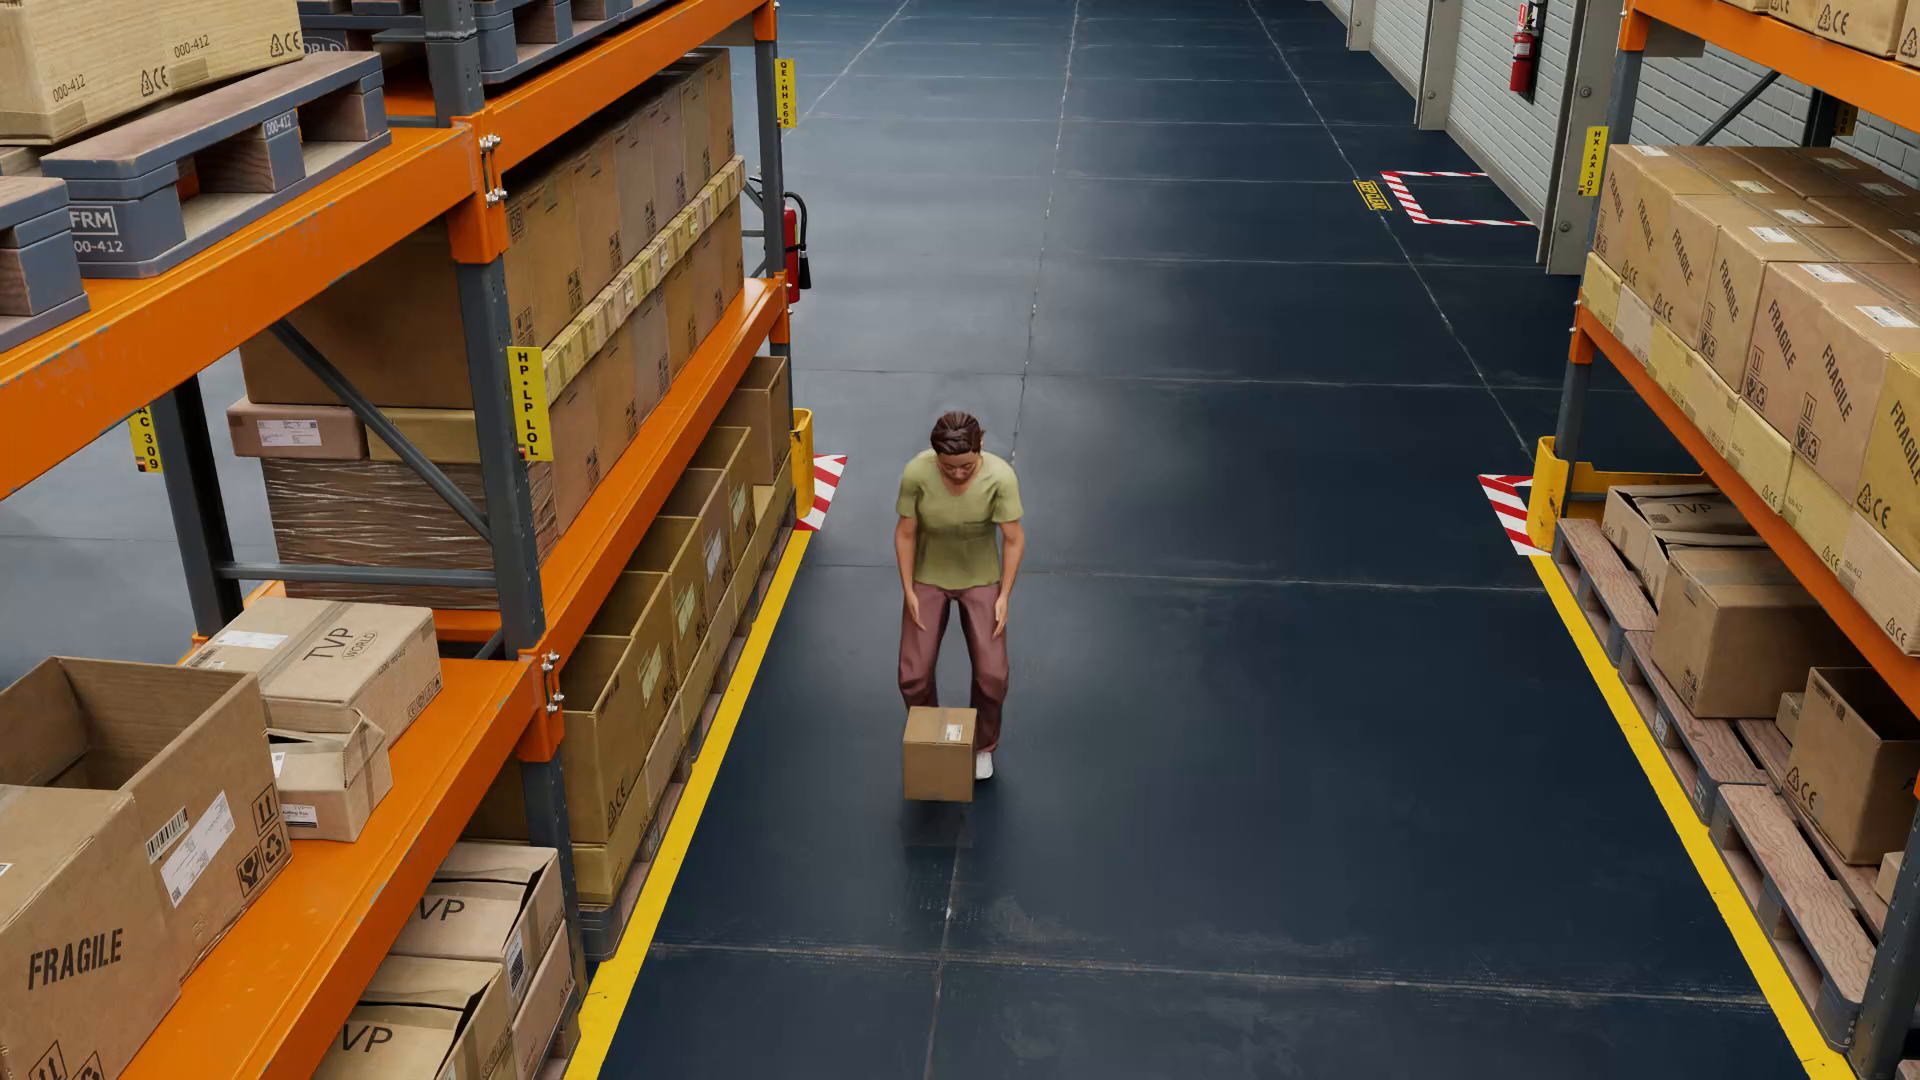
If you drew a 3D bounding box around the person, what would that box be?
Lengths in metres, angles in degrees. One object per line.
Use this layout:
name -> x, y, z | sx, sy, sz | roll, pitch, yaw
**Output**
person -> -0.001, 0.196, 6.334 | 0.490, 1.556, 0.488 | 2, 25, 5
